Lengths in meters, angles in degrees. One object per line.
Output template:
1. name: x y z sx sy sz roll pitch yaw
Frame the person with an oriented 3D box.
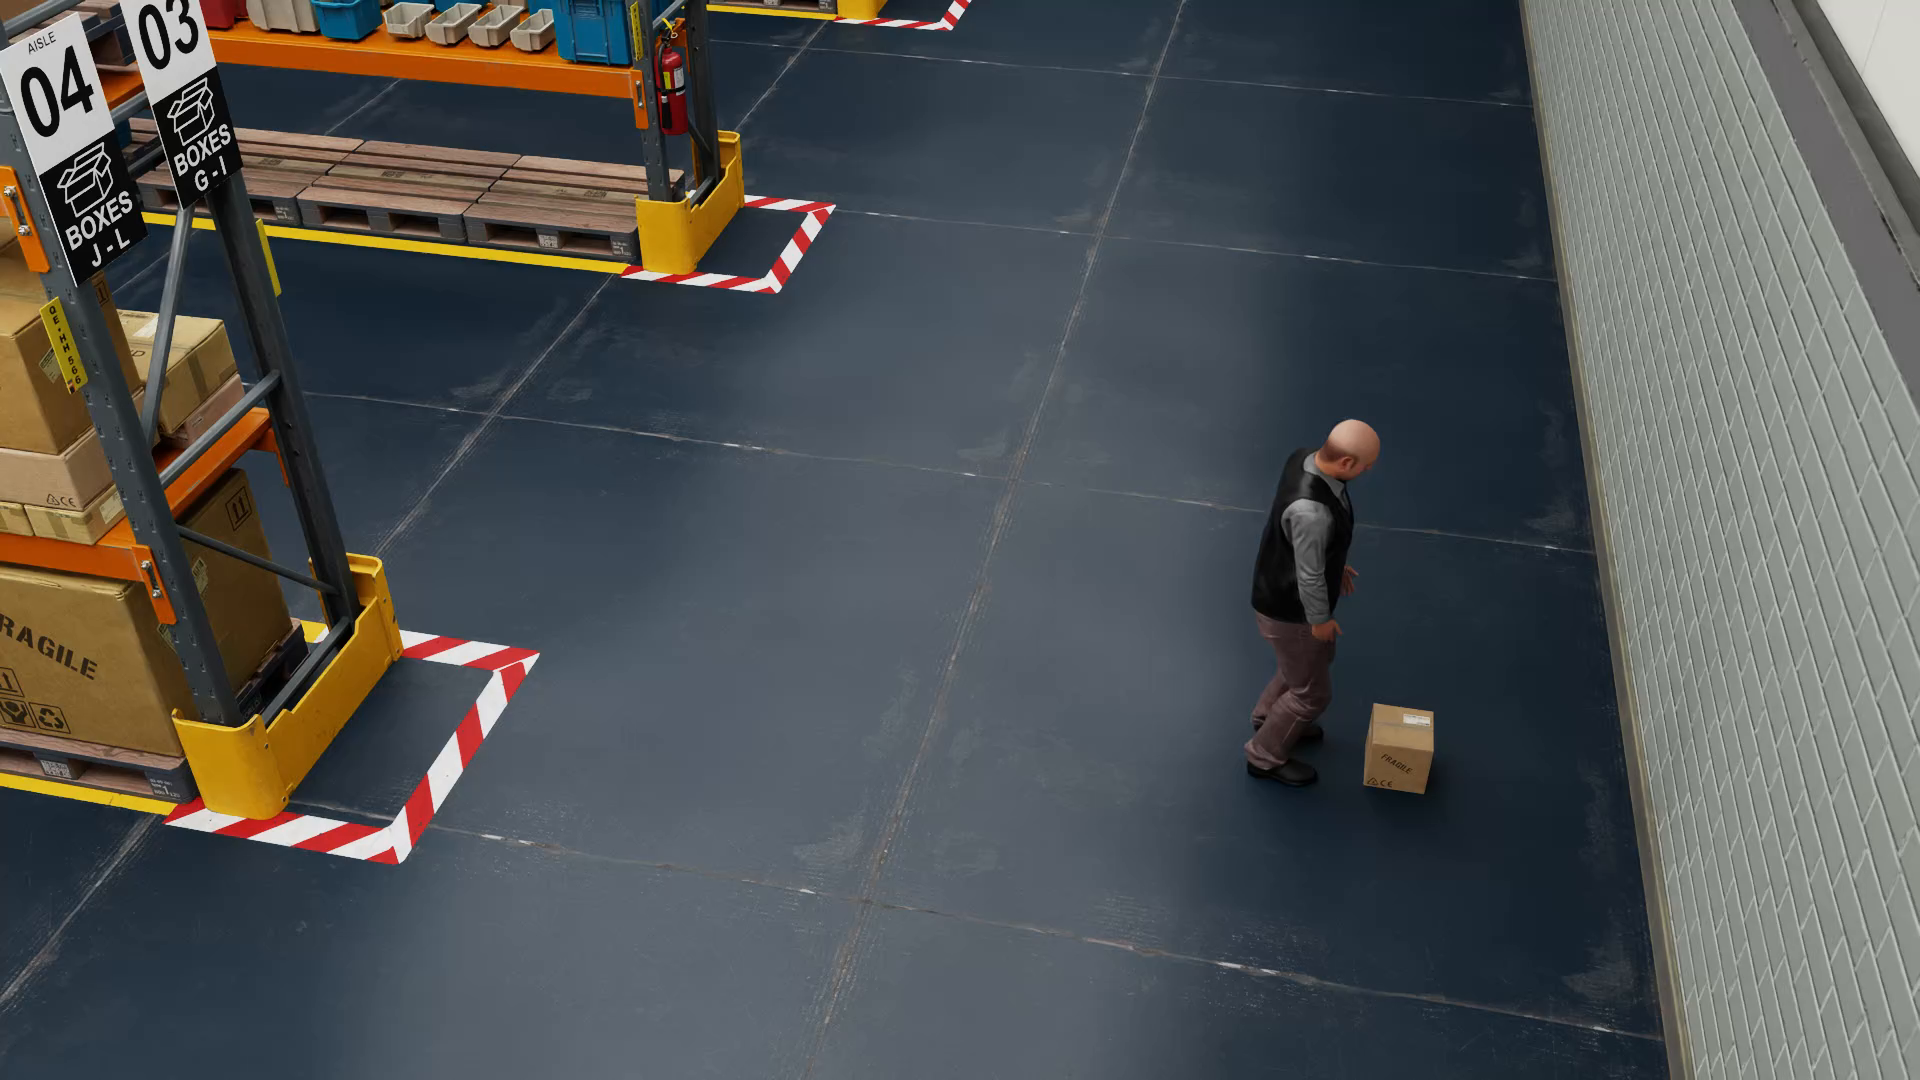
1. person: 1.388 0.228 6.722 0.416 1.679 0.556 8 37 11
